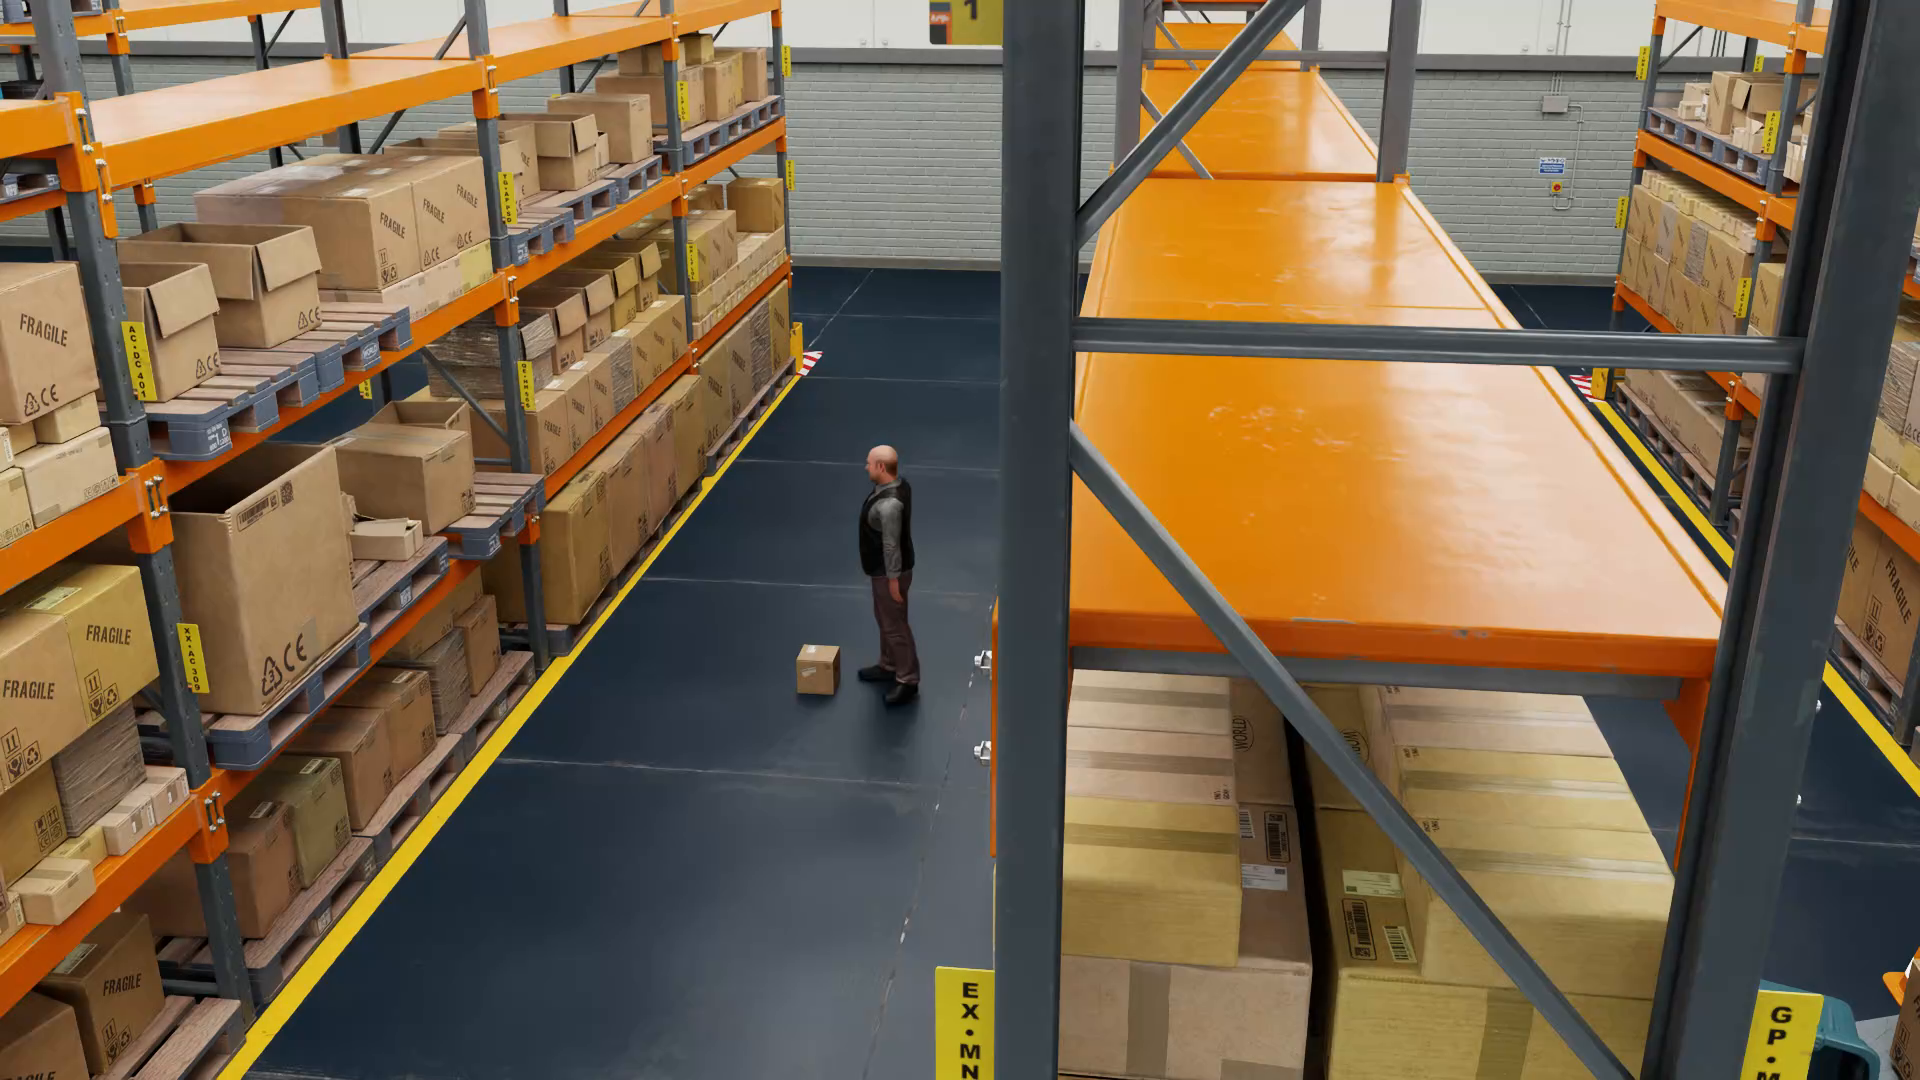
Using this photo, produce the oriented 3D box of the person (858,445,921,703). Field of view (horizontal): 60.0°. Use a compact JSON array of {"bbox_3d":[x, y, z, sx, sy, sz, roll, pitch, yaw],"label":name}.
[{"bbox_3d":[-0.483,0.192,10.993,0.443,1.730,0.616,0,21,1],"label":"person"}]
